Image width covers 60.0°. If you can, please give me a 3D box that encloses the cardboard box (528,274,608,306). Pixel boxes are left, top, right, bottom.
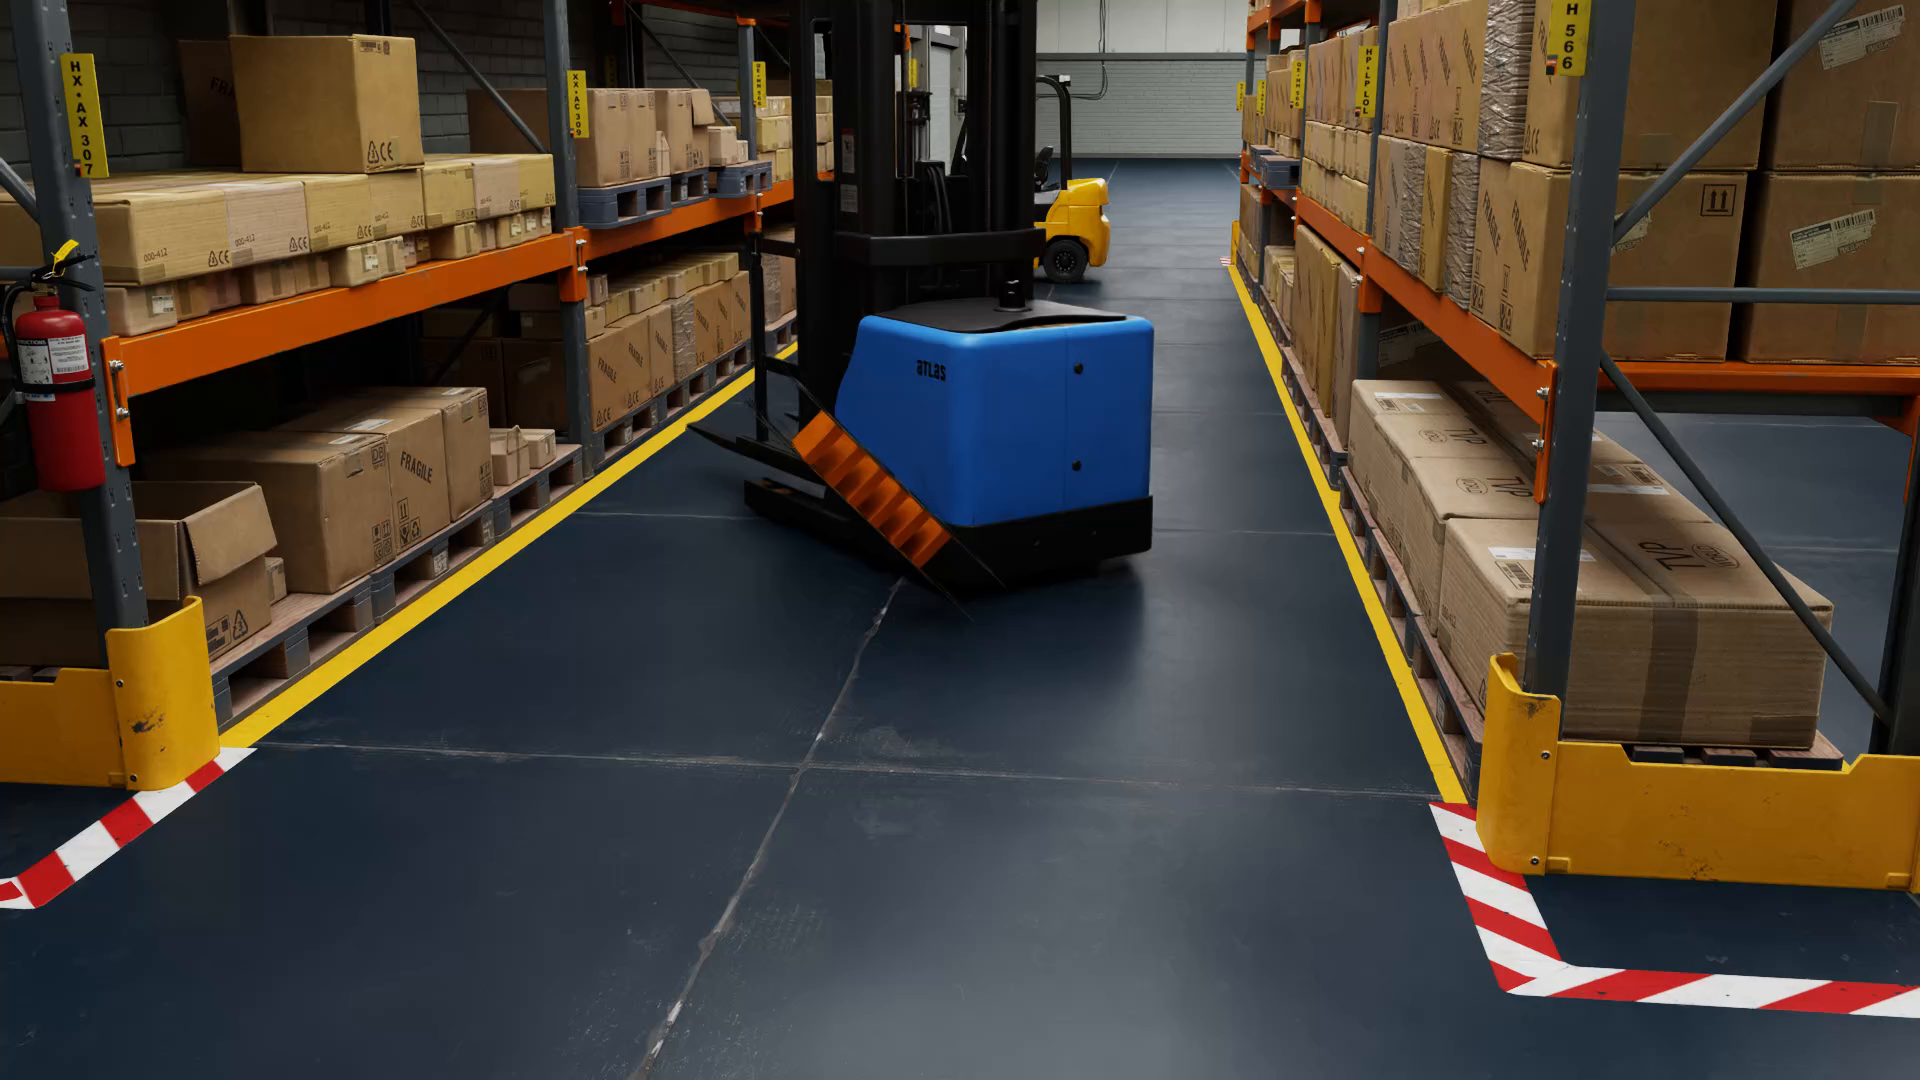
[{"bbox_3d":[-2.174,-1.390,9.226,0.380,0.149,0.250,1,15,4],"label":"cardboard box"}]

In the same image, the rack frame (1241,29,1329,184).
[{"bbox_3d":[3.826,-4.750,19.481,1.000,3.000,0.127,2,15,6],"label":"rack frame"}]

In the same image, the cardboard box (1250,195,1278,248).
[{"bbox_3d":[3.230,-3.243,16.936,0.500,0.500,0.500,2,15,7],"label":"cardboard box"}]

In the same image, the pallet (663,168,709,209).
[{"bbox_3d":[-2.224,-2.223,10.504,1.003,0.211,1.213,2,15,6],"label":"pallet"}]

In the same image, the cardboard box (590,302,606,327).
[{"bbox_3d":[-2.201,-1.251,9.284,0.380,0.149,0.250,1,15,5],"label":"cardboard box"}]

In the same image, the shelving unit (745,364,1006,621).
[{"bbox_3d":[-0.310,-0.169,6.332,0.189,1.200,0.258,-45,25,2],"label":"shelving unit"}]

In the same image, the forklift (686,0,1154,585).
[{"bbox_3d":[-0.398,-1.561,7.820,1.130,2.935,3.031,-10,18,-32],"label":"forklift"}]

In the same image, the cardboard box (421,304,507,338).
[{"bbox_3d":[-2.705,-1.196,9.080,0.380,0.149,0.250,1,15,4],"label":"cardboard box"}]

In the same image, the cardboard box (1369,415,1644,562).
[{"bbox_3d":[2.194,-0.211,6.802,0.875,0.438,0.875,1,15,5],"label":"cardboard box"}]

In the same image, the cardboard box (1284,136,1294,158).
[{"bbox_3d":[2.669,-2.987,12.638,0.380,0.149,0.250,2,15,6],"label":"cardboard box"}]

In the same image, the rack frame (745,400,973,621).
[{"bbox_3d":[-0.375,-0.105,6.336,0.006,1.200,0.240,-45,25,2],"label":"rack frame"}]

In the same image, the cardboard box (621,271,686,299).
[{"bbox_3d":[-1.991,-1.651,10.762,0.380,0.149,0.250,1,15,4],"label":"cardboard box"}]

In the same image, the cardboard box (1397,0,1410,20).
[{"bbox_3d":[2.178,-2.407,7.469,0.380,0.149,0.250,1,15,5],"label":"cardboard box"}]

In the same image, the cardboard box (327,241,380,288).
[{"bbox_3d":[-2.407,-1.034,6.220,0.380,0.149,0.250,1,15,5],"label":"cardboard box"}]

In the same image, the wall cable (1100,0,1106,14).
[{"bbox_3d":[5.639,-17.002,49.574,3.097,2.526,0.112,2,15,6],"label":"wall cable"}]

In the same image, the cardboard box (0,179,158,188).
[{"bbox_3d":[-3.064,-1.077,5.617,0.500,0.250,0.500,2,15,6],"label":"cardboard box"}]

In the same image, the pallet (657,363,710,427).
[{"bbox_3d":[-2.271,-0.966,10.830,1.003,0.211,1.213,2,15,6],"label":"pallet"}]

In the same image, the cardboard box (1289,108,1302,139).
[{"bbox_3d":[2.698,-3.196,12.168,0.500,0.500,0.500,1,15,5],"label":"cardboard box"}]

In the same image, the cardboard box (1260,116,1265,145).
[{"bbox_3d":[3.178,-4.027,16.046,0.500,0.500,0.500,1,15,5],"label":"cardboard box"}]

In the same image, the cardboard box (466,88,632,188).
[{"bbox_3d":[-2.184,-2.153,8.880,0.700,0.500,0.500,2,15,8],"label":"cardboard box"}]

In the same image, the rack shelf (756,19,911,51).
[{"bbox_3d":[-1.332,-5.477,17.802,1.077,0.370,4.000,2,15,6],"label":"rack shelf"}]

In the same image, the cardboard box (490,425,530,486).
[{"bbox_3d":[-2.272,-0.420,7.902,0.396,0.266,0.258,2,15,8],"label":"cardboard box"}]

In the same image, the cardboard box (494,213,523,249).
[{"bbox_3d":[-2.259,-1.435,7.704,0.380,0.149,0.250,2,15,8],"label":"cardboard box"}]

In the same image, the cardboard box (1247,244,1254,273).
[{"bbox_3d":[3.224,-2.887,17.057,0.500,0.250,0.500,1,15,5],"label":"cardboard box"}]

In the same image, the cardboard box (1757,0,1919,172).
[{"bbox_3d":[2.358,-1.247,4.420,0.500,0.500,0.500,1,15,5],"label":"cardboard box"}]

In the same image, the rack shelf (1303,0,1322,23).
[{"bbox_3d":[2.698,-3.257,9.592,1.077,0.370,4.000,2,15,6],"label":"rack shelf"}]

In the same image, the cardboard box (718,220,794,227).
[{"bbox_3d":[-1.701,-2.577,15.192,0.875,0.625,0.625,2,15,6],"label":"cardboard box"}]

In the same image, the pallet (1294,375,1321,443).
[{"bbox_3d":[2.619,-0.811,10.257,1.003,0.211,1.213,2,15,6],"label":"pallet"}]

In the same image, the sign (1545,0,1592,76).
[{"bbox_3d":[1.483,-1.293,4.025,0.100,0.325,0.005,2,15,6],"label":"sign"}]

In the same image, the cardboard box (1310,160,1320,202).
[{"bbox_3d":[2.578,-2.349,10.891,0.500,0.250,0.500,1,15,5],"label":"cardboard box"}]

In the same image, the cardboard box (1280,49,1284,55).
[{"bbox_3d":[3.985,-5.285,18.785,0.700,0.500,0.500,1,15,5],"label":"cardboard box"}]

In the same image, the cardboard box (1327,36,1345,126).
[{"bbox_3d":[2.444,-2.692,9.763,0.500,0.500,0.500,2,15,7],"label":"cardboard box"}]

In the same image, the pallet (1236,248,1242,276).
[{"bbox_3d":[3.691,-3.174,18.997,1.003,0.211,1.213,2,15,6],"label":"pallet"}]

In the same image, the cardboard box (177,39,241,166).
[{"bbox_3d":[-2.893,-1.838,6.992,0.500,0.500,0.500,1,15,5],"label":"cardboard box"}]

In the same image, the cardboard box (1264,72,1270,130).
[{"bbox_3d":[3.037,-3.994,15.119,0.500,0.500,0.500,2,15,8],"label":"cardboard box"}]

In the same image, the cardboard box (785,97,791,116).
[{"bbox_3d":[-1.545,-3.591,13.760,0.380,0.149,0.250,2,15,7],"label":"cardboard box"}]

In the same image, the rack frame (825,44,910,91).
[{"bbox_3d":[-1.106,-4.895,20.018,1.000,3.000,0.127,2,15,6],"label":"rack frame"}]

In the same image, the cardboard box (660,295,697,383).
[{"bbox_3d":[-2.007,-1.300,10.706,0.500,0.500,0.500,1,15,4],"label":"cardboard box"}]

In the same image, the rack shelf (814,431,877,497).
[{"bbox_3d":[-0.438,-0.293,6.251,0.180,0.103,0.258,-45,25,2],"label":"rack shelf"}]

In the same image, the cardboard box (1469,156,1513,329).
[{"bbox_3d":[1.884,-0.911,5.093,0.500,0.500,0.500,1,15,5],"label":"cardboard box"}]

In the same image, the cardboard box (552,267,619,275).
[{"bbox_3d":[-2.487,-1.731,11.060,0.380,0.149,0.250,1,15,5],"label":"cardboard box"}]

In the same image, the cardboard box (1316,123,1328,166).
[{"bbox_3d":[2.493,-2.457,10.331,0.500,0.250,0.500,2,15,6],"label":"cardboard box"}]

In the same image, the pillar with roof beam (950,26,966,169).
[{"bbox_3d":[4.228,-12.179,35.462,9.100,9.000,0.400,2,15,6],"label":"pillar with roof beam"}]

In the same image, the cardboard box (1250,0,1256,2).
[{"bbox_3d":[3.438,-6.016,18.135,0.500,0.250,0.500,1,15,5],"label":"cardboard box"}]

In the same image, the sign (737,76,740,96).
[{"bbox_3d":[-2.109,-4.330,16.117,0.100,0.325,0.005,2,15,6],"label":"sign"}]

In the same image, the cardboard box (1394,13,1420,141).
[{"bbox_3d":[2.114,-1.921,6.914,0.500,0.500,0.500,1,15,6],"label":"cardboard box"}]

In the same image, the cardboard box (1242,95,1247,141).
[{"bbox_3d":[3.497,-4.827,19.005,0.500,0.500,0.500,1,15,5],"label":"cardboard box"}]

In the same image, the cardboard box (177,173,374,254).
[{"bbox_3d":[-2.482,-1.189,6.028,0.500,0.250,0.500,1,15,5],"label":"cardboard box"}]

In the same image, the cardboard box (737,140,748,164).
[{"bbox_3d":[-1.702,-2.720,11.651,0.380,0.149,0.250,2,15,7],"label":"cardboard box"}]

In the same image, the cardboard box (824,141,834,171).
[{"bbox_3d":[-1.406,-3.516,15.207,0.500,0.250,0.500,2,15,6],"label":"cardboard box"}]

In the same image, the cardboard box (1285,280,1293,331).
[{"bbox_3d":[2.997,-1.755,12.637,0.950,0.372,0.625,1,15,2],"label":"cardboard box"}]
